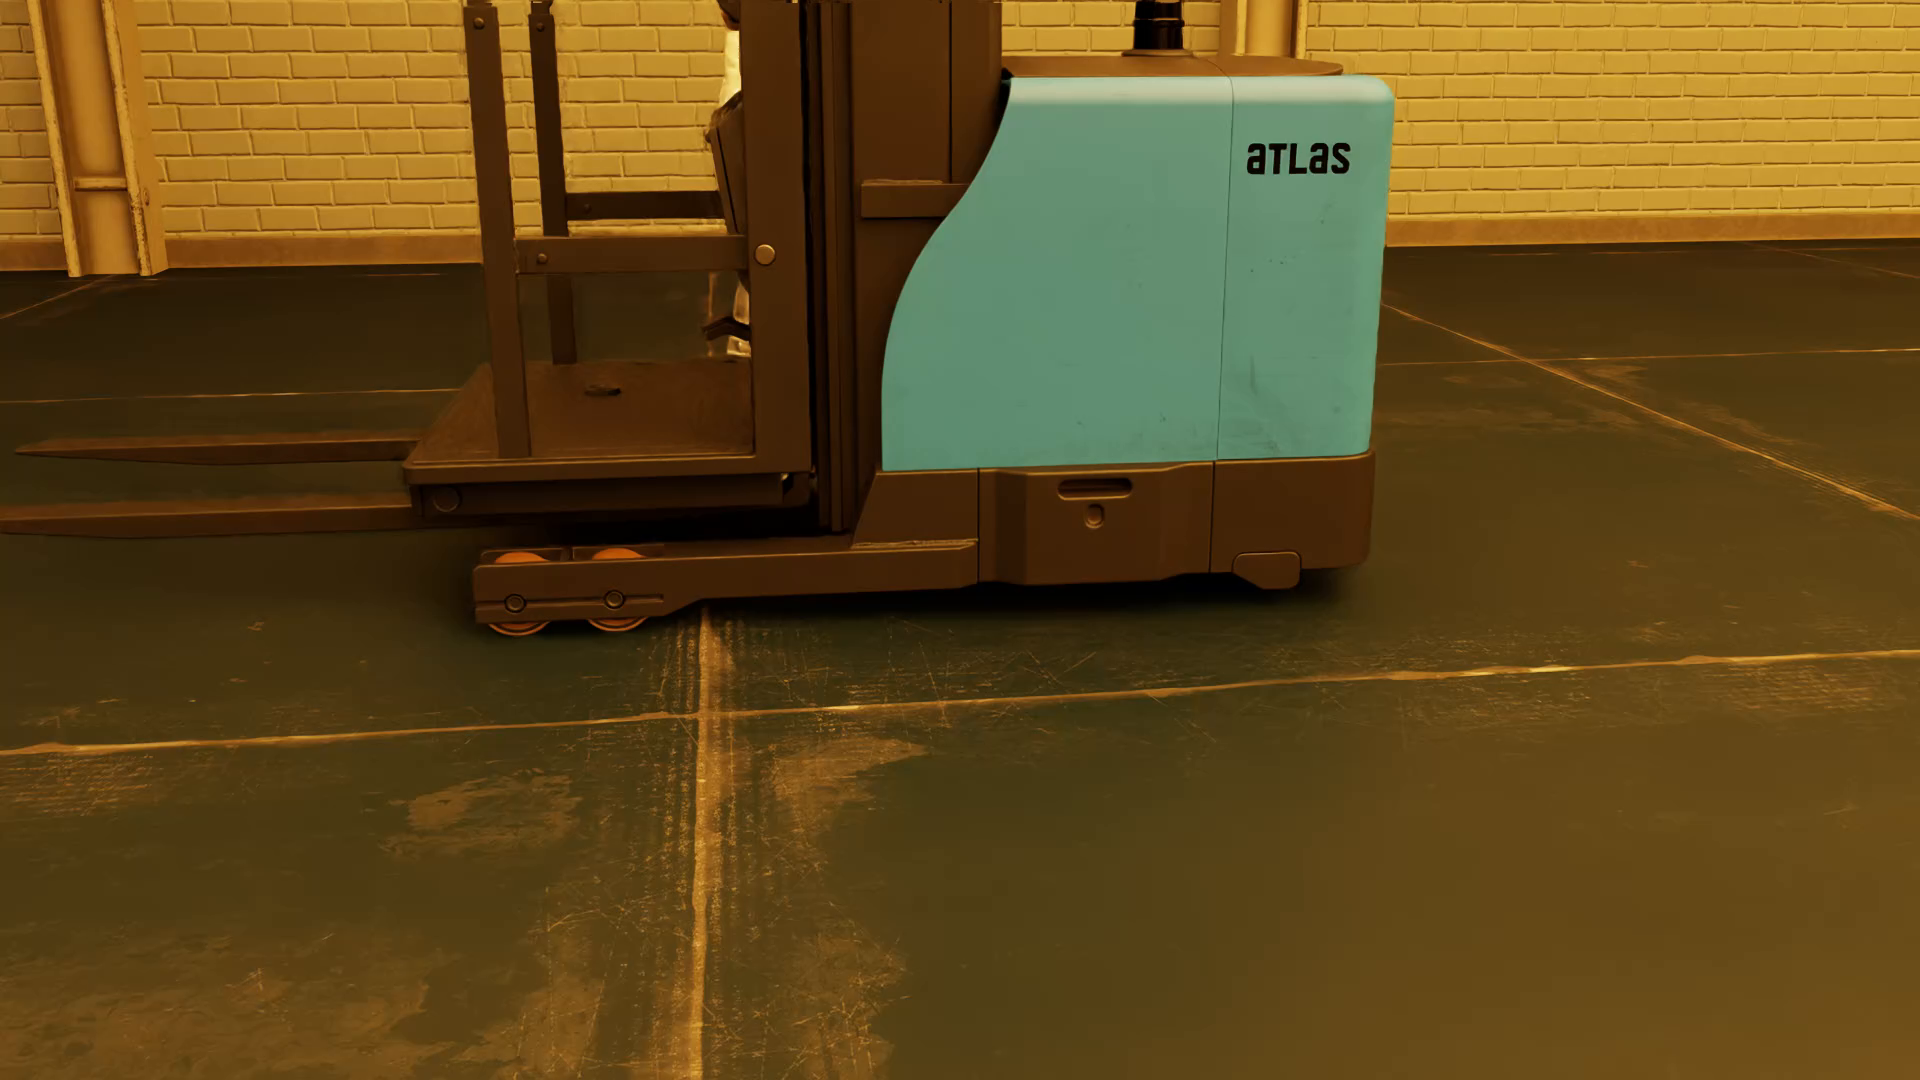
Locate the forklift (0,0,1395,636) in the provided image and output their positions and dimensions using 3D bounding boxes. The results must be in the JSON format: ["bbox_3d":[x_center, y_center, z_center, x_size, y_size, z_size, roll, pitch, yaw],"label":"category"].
[{"bbox_3d":[-0.671,-1.373,3.441,3.031,2.935,1.130,-2,17,-7],"label":"forklift"}]

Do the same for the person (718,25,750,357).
[{"bbox_3d":[-0.698,-1.495,6.103,0.373,1.638,0.781,0,17,-1],"label":"person"}]
